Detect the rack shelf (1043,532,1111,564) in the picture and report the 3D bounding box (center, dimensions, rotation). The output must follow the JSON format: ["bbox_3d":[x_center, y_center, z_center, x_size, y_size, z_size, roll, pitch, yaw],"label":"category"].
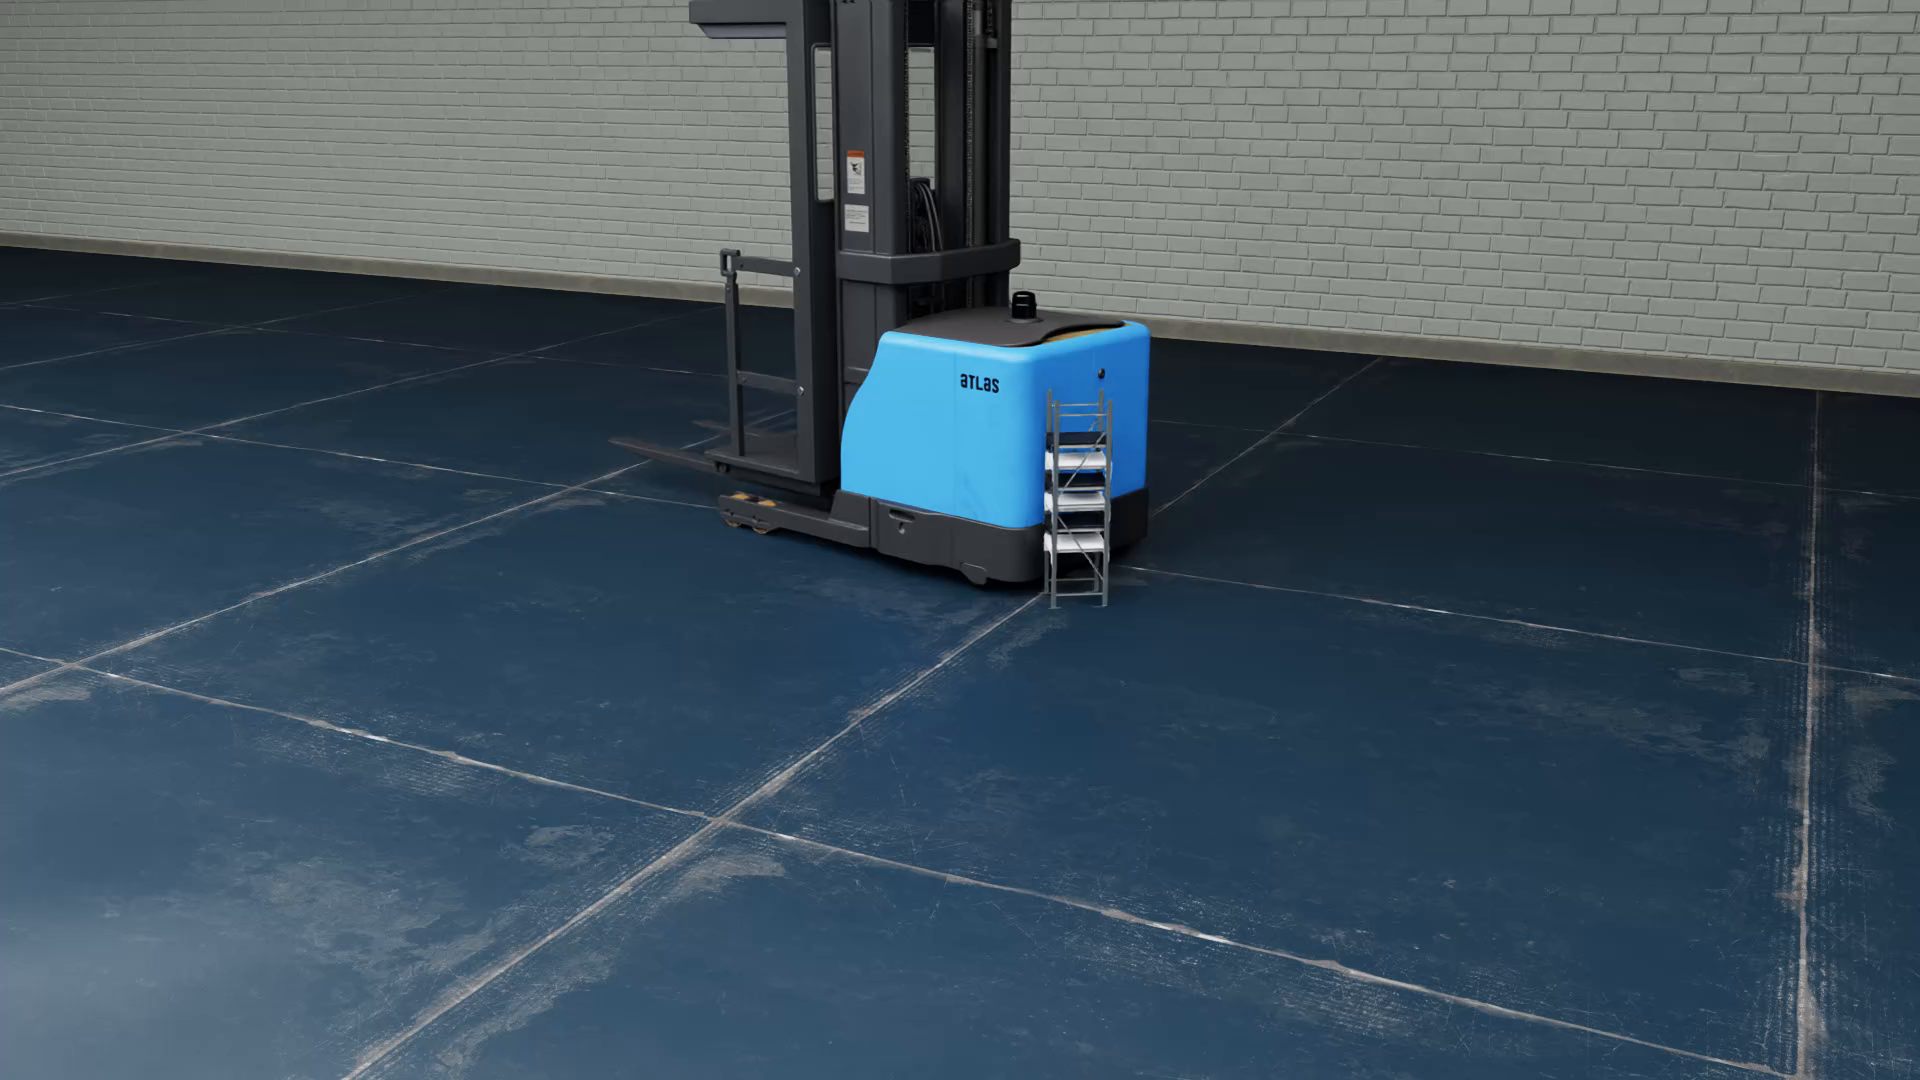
[{"bbox_3d":[0.495,0.033,7.081,0.258,0.077,0.200,-2,17,-5],"label":"rack shelf"}]

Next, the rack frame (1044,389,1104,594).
[{"bbox_3d":[0.486,-0.200,7.117,0.240,0.900,0.006,-2,17,-5],"label":"rack frame"}]

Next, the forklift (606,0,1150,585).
[{"bbox_3d":[-0.566,-1.534,8.040,3.031,2.935,1.130,14,21,38],"label":"forklift"}]

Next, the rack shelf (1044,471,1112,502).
[{"bbox_3d":[0.495,-0.226,7.004,0.258,0.077,0.200,-2,17,-5],"label":"rack shelf"}]

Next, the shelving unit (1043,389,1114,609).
[{"bbox_3d":[0.495,-0.171,7.020,0.258,0.900,0.210,-2,17,-5],"label":"shelving unit"}]

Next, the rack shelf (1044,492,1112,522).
[{"bbox_3d":[0.495,-0.139,7.029,0.258,0.077,0.200,-2,17,-5],"label":"rack shelf"}]

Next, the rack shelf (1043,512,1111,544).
[{"bbox_3d":[0.495,-0.053,7.055,0.258,0.077,0.200,-2,17,-5],"label":"rack shelf"}]

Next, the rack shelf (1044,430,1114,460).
[{"bbox_3d":[0.496,-0.398,6.952,0.258,0.077,0.200,-2,17,-5],"label":"rack shelf"}]

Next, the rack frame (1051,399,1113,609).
[{"bbox_3d":[0.505,-0.142,6.923,0.240,0.900,0.006,-2,17,-5],"label":"rack frame"}]

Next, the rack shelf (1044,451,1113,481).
[{"bbox_3d":[0.496,-0.312,6.978,0.258,0.077,0.200,-2,17,-5],"label":"rack shelf"}]
